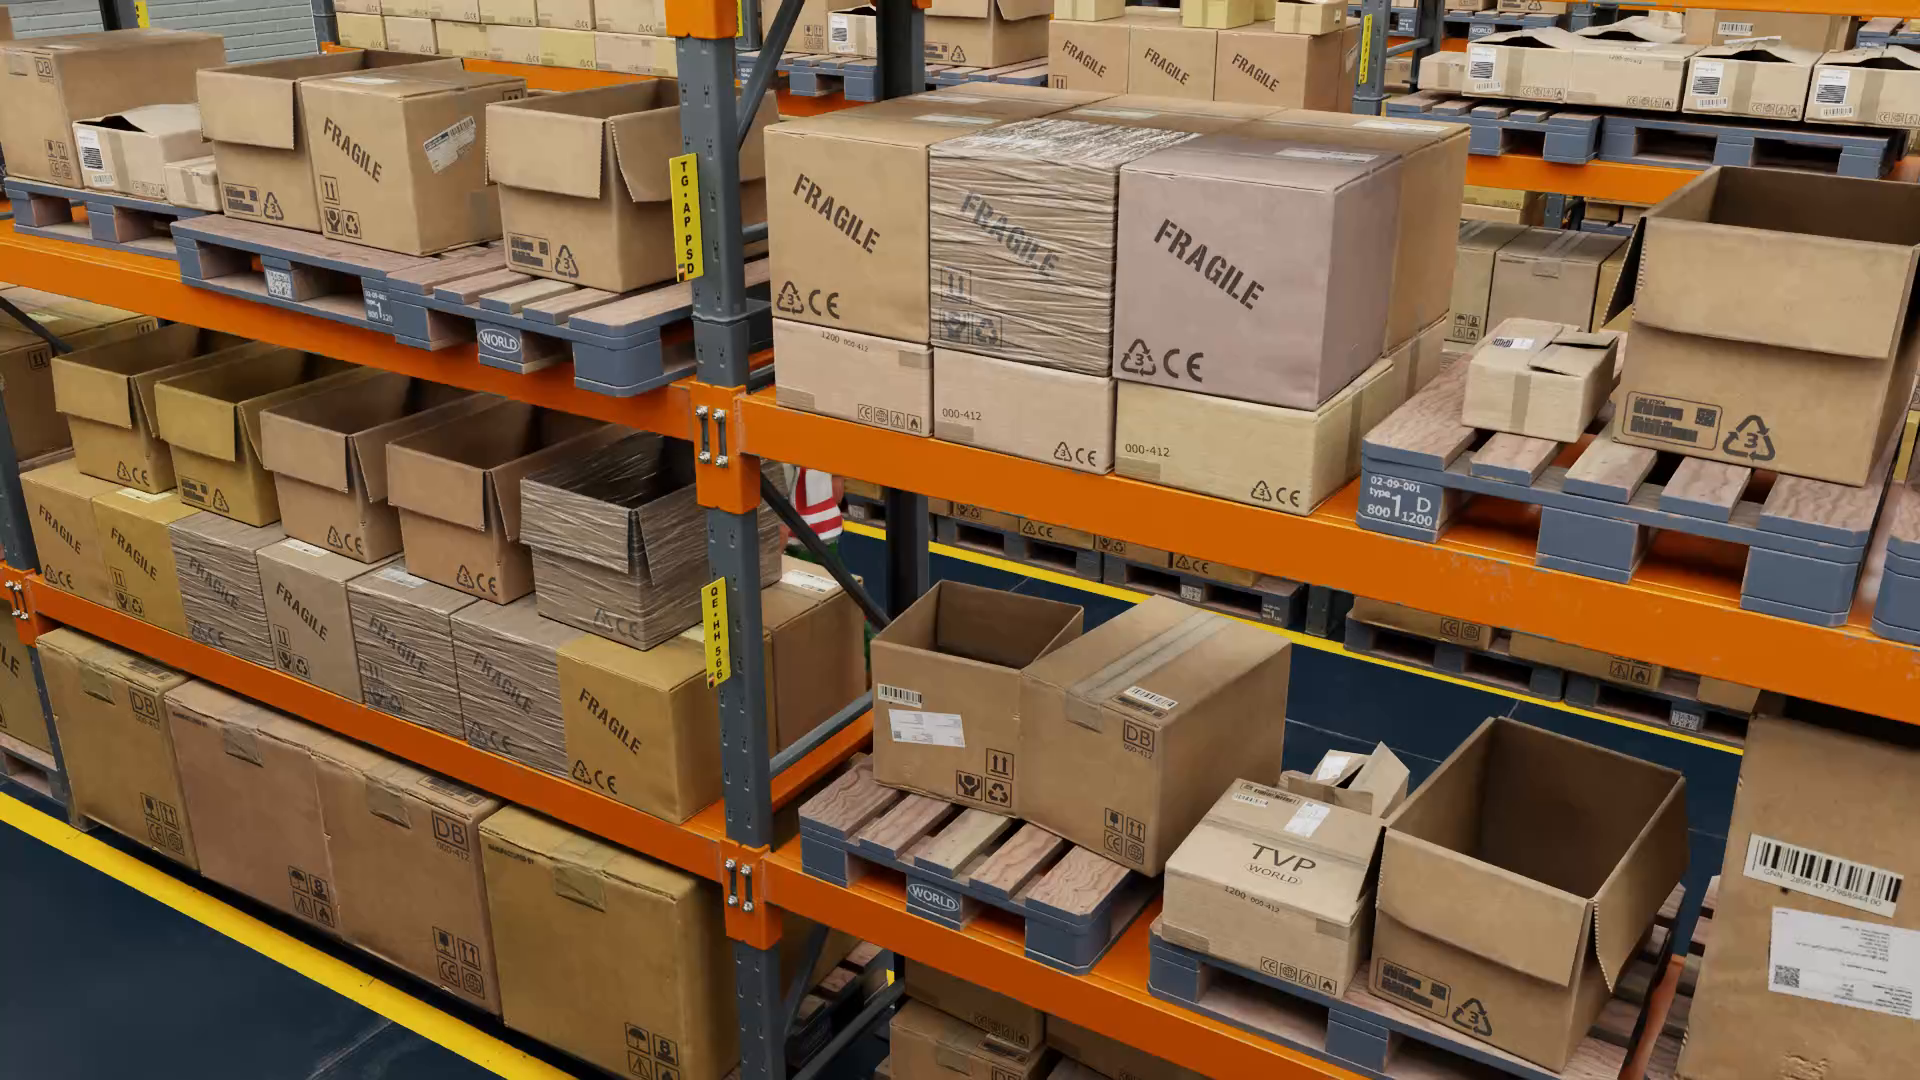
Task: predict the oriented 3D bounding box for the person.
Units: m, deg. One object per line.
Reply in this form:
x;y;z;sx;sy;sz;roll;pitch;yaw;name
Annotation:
-0.774;-0.012;8.624;0.936;1.743;0.656;16;28;34;person
